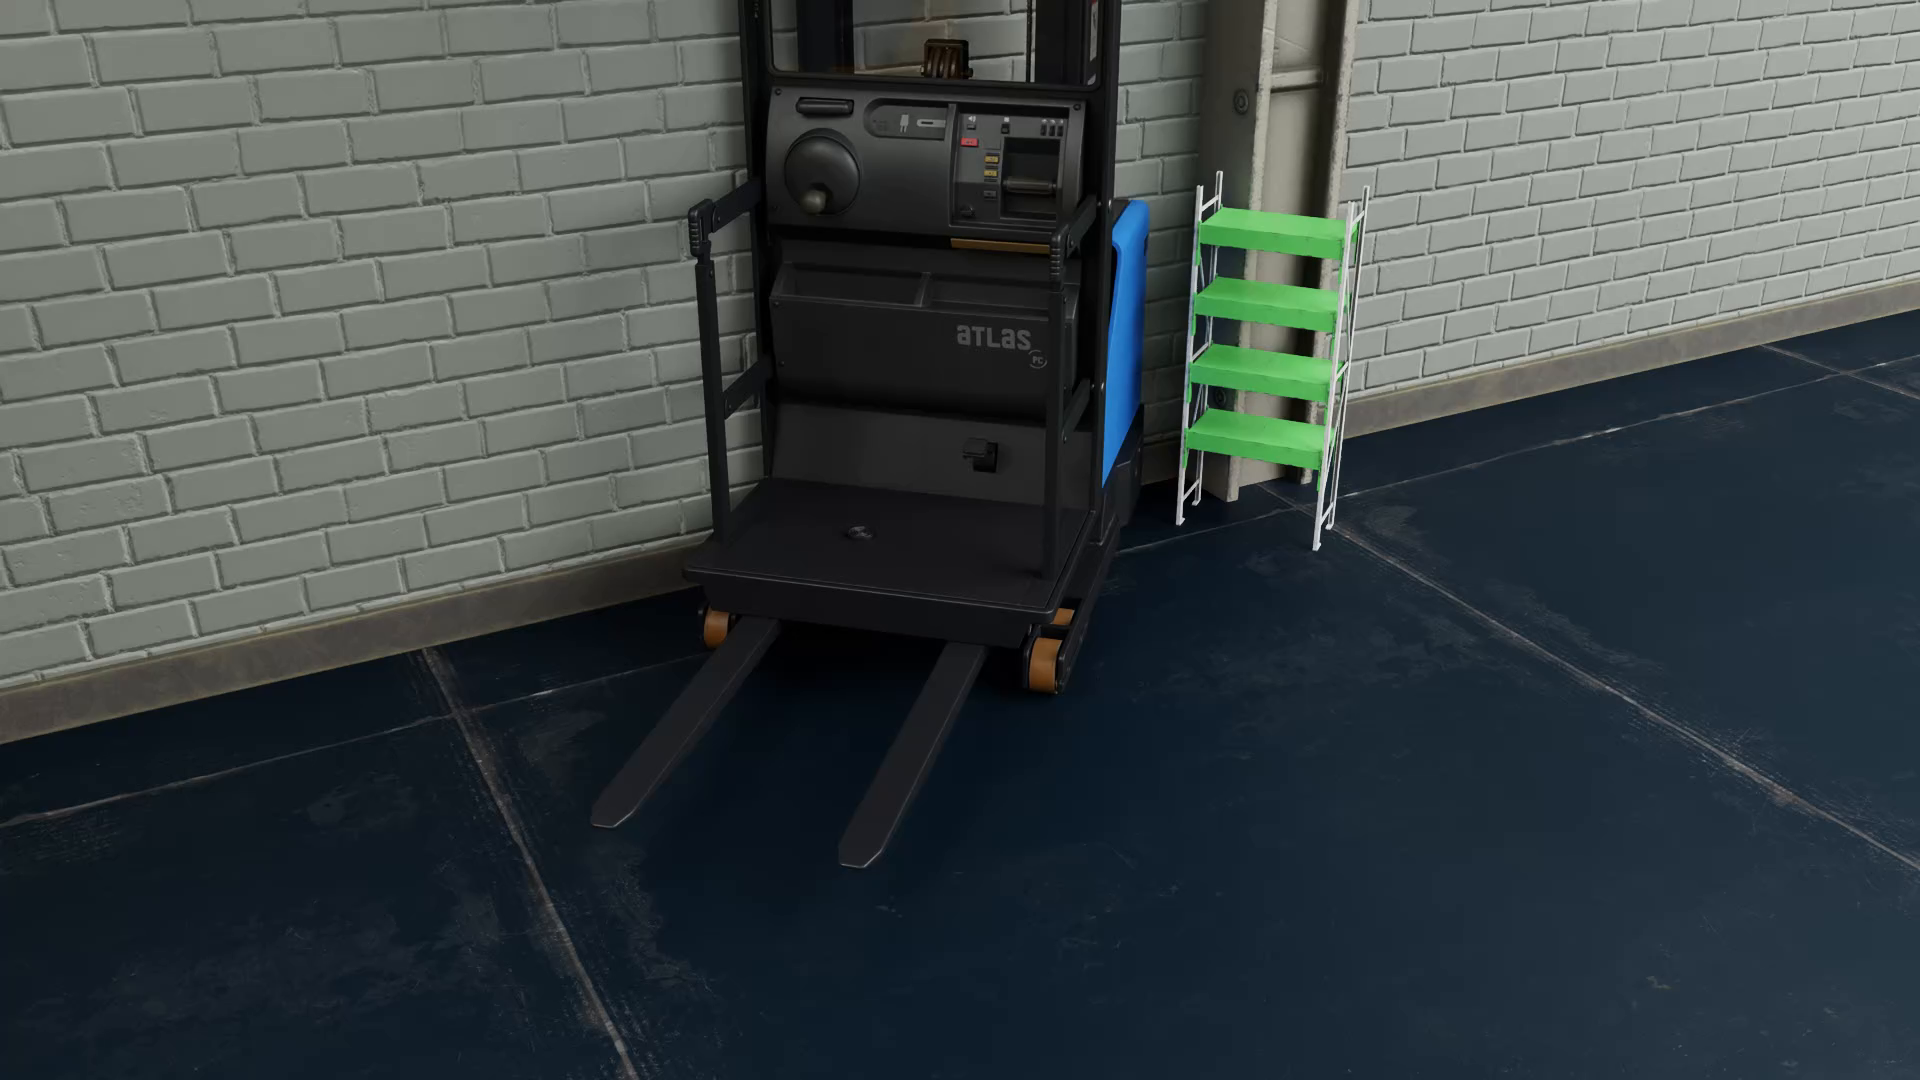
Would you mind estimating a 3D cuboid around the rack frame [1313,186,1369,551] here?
[{"bbox_3d":[1.261,-0.552,5.512,0.015,1.200,0.240,11,28,22],"label":"rack frame"}]

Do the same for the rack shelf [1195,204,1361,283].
[{"bbox_3d":[1.039,-0.971,5.425,0.480,0.148,0.258,11,28,22],"label":"rack shelf"}]

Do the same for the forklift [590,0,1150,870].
[{"bbox_3d":[-0.158,-1.058,4.567,1.130,2.935,3.031,6,26,13],"label":"forklift"}]

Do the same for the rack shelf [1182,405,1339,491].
[{"bbox_3d":[1.039,-0.322,5.736,0.480,0.148,0.258,11,28,22],"label":"rack shelf"}]

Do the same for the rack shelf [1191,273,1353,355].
[{"bbox_3d":[1.039,-0.755,5.528,0.480,0.148,0.258,11,28,22],"label":"rack shelf"}]

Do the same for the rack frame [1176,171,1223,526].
[{"bbox_3d":[0.818,-0.640,5.697,0.015,1.200,0.240,11,28,22],"label":"rack frame"}]

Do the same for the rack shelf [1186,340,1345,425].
[{"bbox_3d":[1.039,-0.538,5.632,0.480,0.148,0.258,11,28,22],"label":"rack shelf"}]

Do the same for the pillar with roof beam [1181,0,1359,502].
[{"bbox_3d":[3.094,-2.649,0.870,0.400,9.000,9.100,-13,29,-25],"label":"pillar with roof beam"}]

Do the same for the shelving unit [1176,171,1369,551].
[{"bbox_3d":[1.039,-0.596,5.605,0.503,1.200,0.258,11,28,22],"label":"shelving unit"}]
